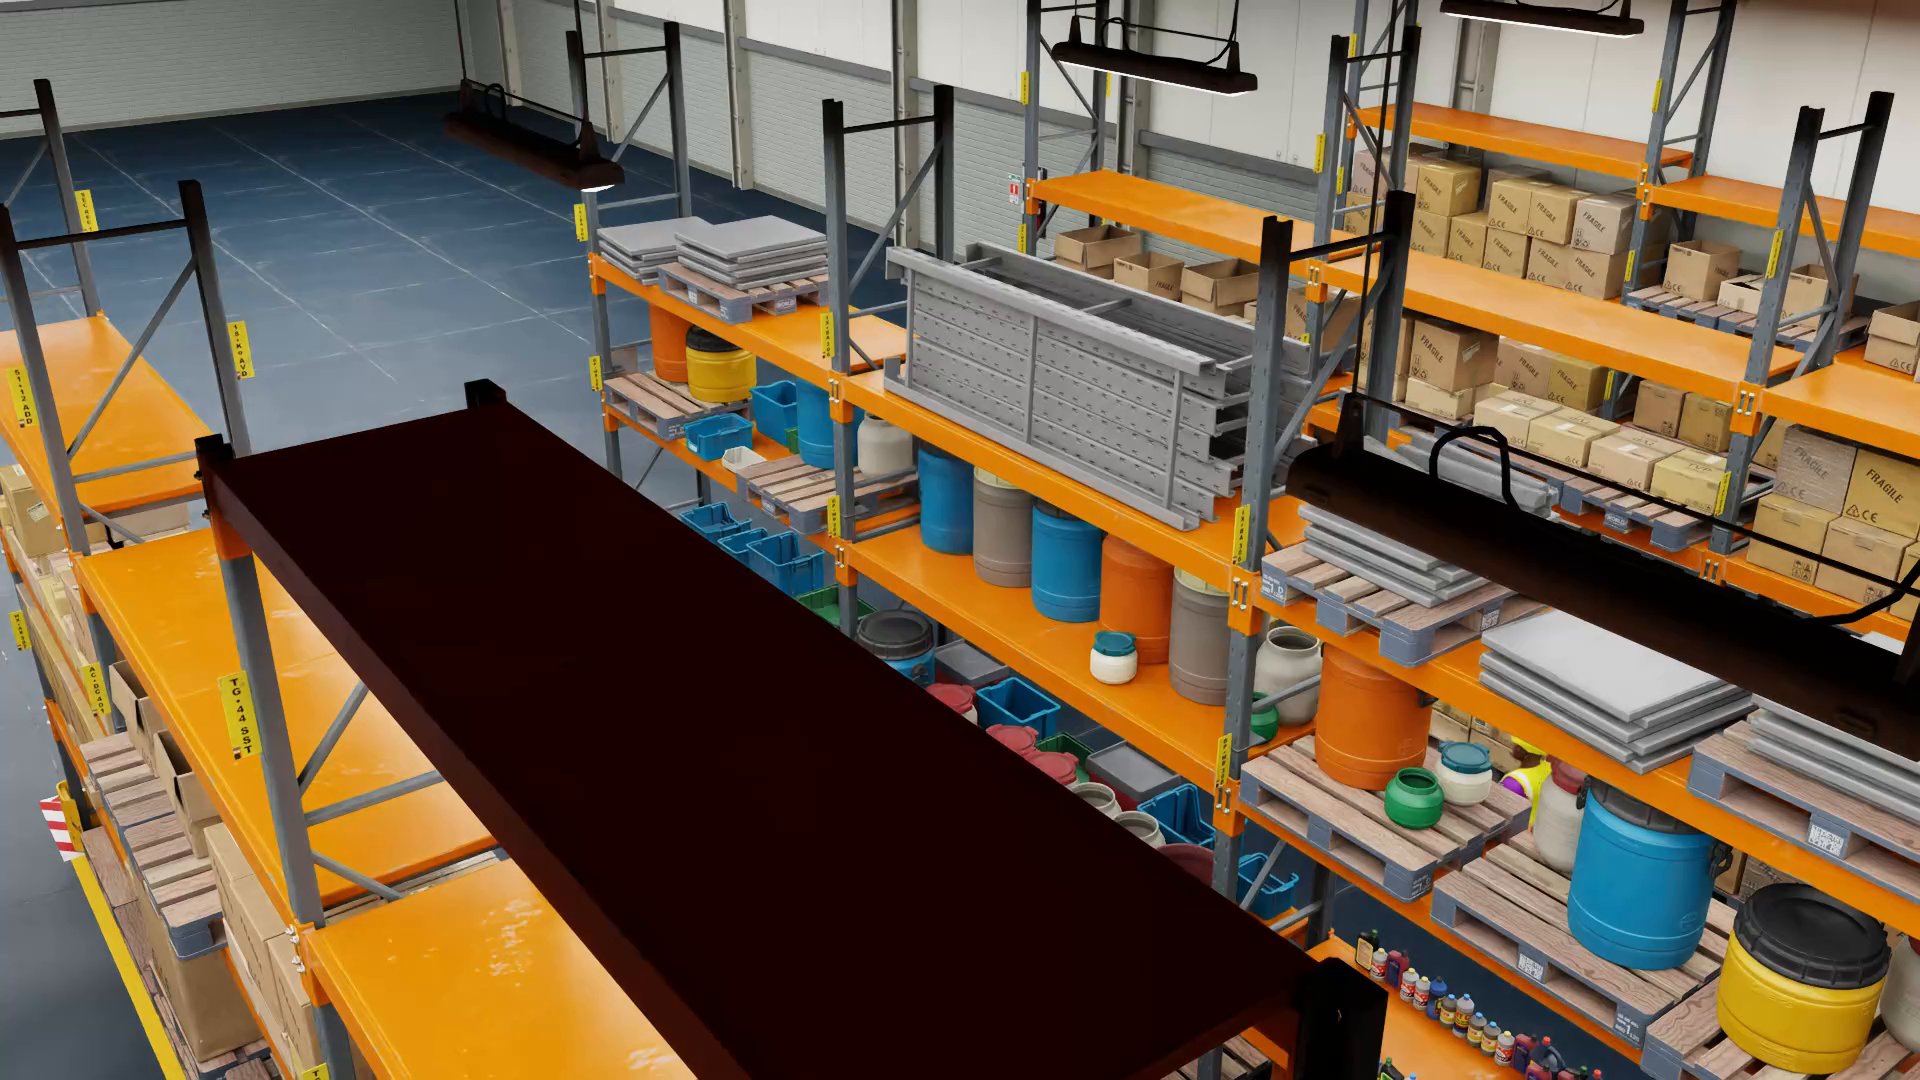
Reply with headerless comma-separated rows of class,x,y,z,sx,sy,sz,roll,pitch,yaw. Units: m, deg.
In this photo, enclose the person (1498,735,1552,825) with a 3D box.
person,4.083,2.115,12.305,0.664,1.680,1.090,-16,29,-31
